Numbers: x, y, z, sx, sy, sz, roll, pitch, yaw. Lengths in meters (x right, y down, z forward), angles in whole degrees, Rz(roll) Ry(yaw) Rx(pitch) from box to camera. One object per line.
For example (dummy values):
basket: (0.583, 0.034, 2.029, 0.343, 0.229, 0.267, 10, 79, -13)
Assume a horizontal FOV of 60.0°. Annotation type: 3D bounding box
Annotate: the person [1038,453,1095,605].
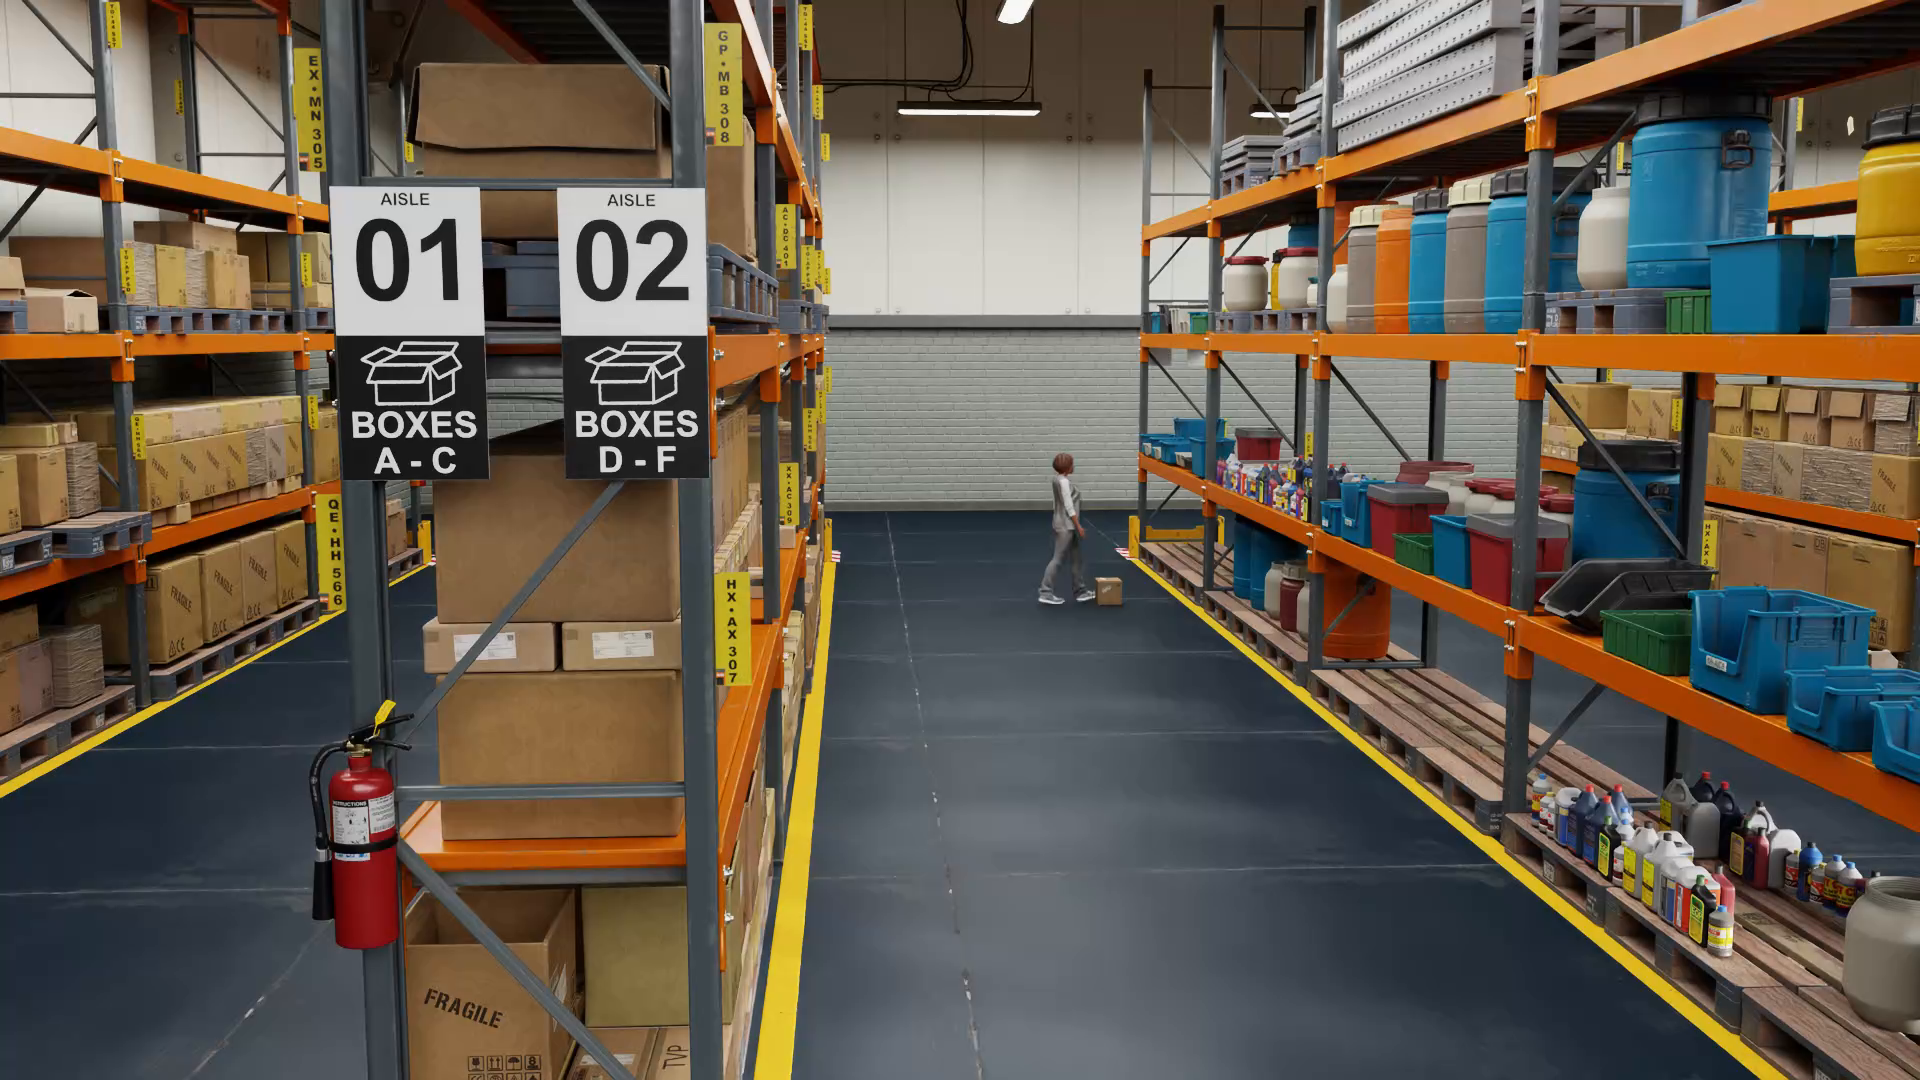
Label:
person: (1.151, -0.123, 17.334, 0.690, 1.582, 0.419, 0, 7, -3)
